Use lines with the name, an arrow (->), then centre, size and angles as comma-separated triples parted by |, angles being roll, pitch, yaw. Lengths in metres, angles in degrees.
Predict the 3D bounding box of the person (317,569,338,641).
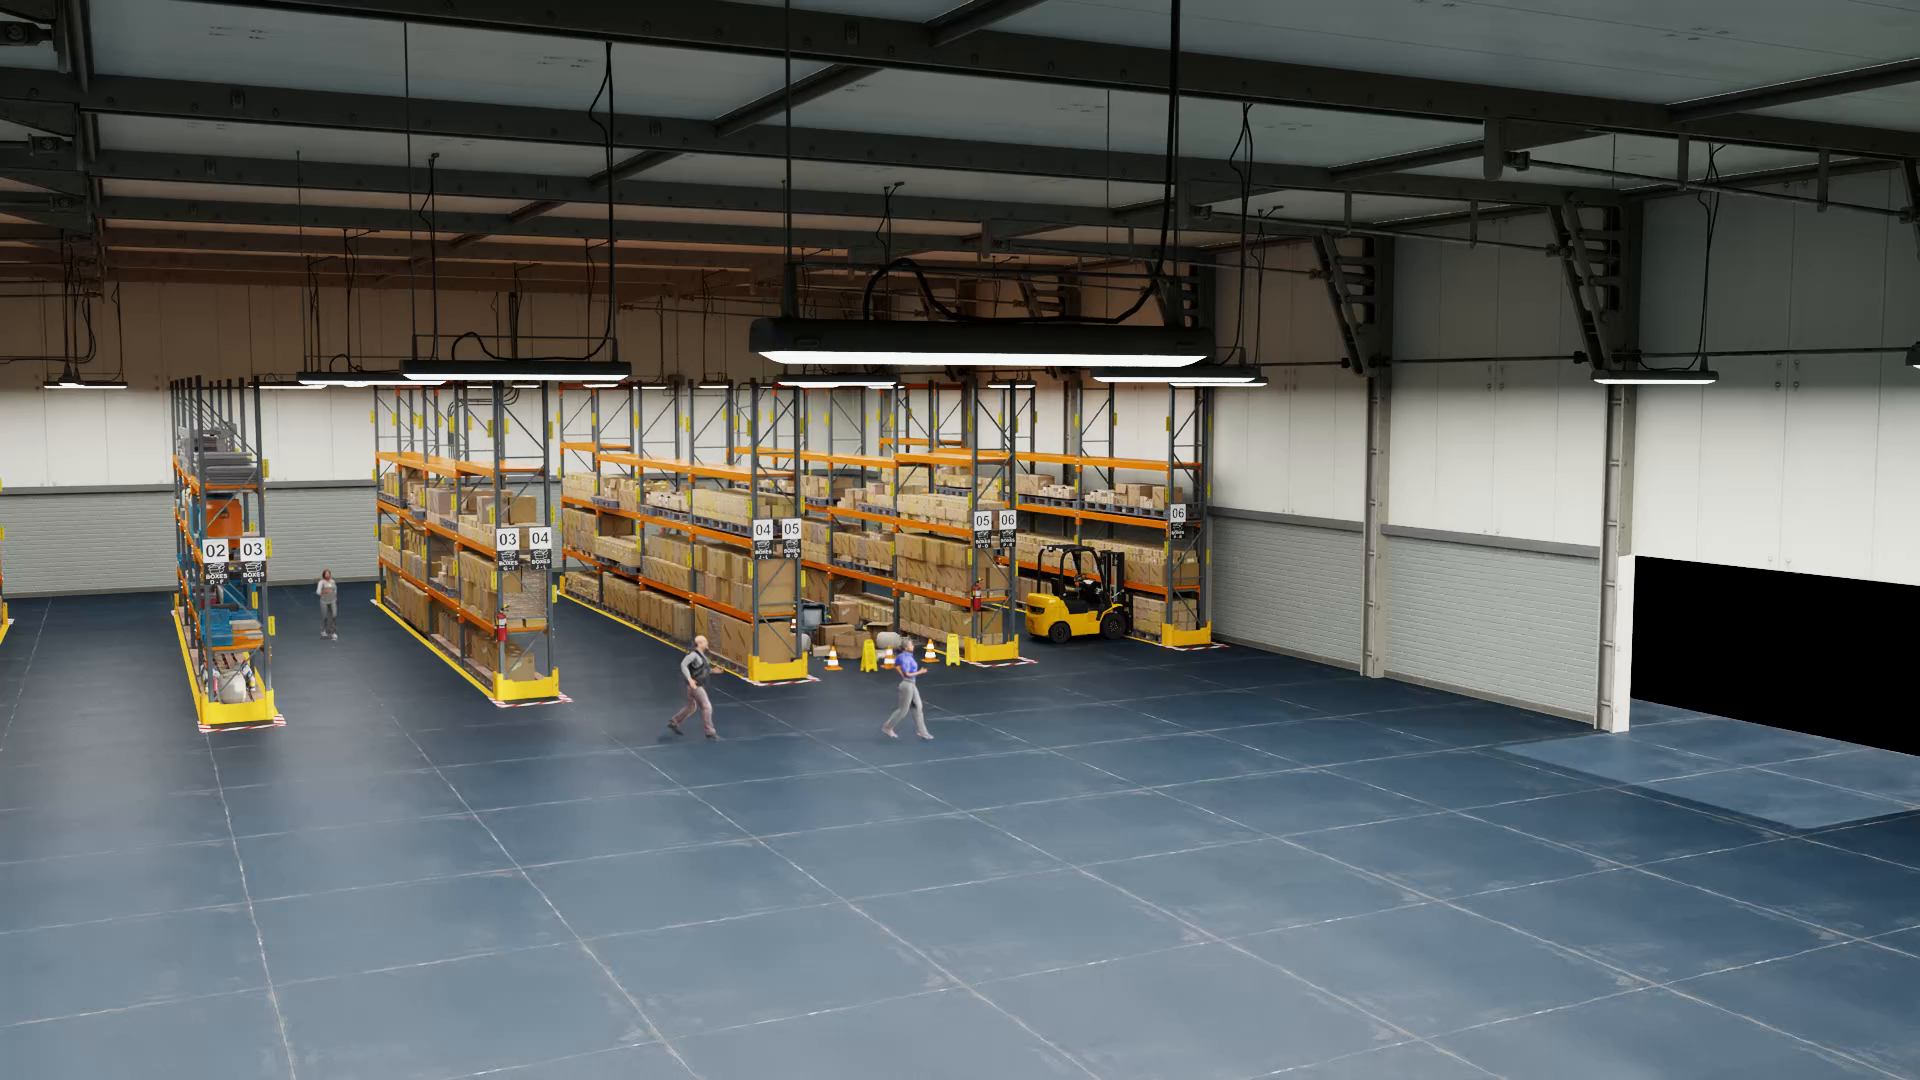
person -> -14.637, 1.503, 38.503 | 0.517, 1.602, 0.703 | -4, 6, -38

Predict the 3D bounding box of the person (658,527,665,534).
person -> -8.894, 0.454, 49.953 | 0.674, 1.695, 0.686 | -2, 5, -22

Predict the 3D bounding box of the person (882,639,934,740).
person -> -0.859, 2.450, 27.259 | 0.850, 1.679, 0.570 | 0, 5, 4

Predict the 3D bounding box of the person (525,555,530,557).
person -> -11.679, 0.824, 45.219 | 0.673, 1.761, 0.665 | -2, 5, -22

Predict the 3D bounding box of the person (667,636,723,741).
person -> -4.368, 2.433, 27.358 | 0.953, 1.731, 0.617 | 0, 5, 0
